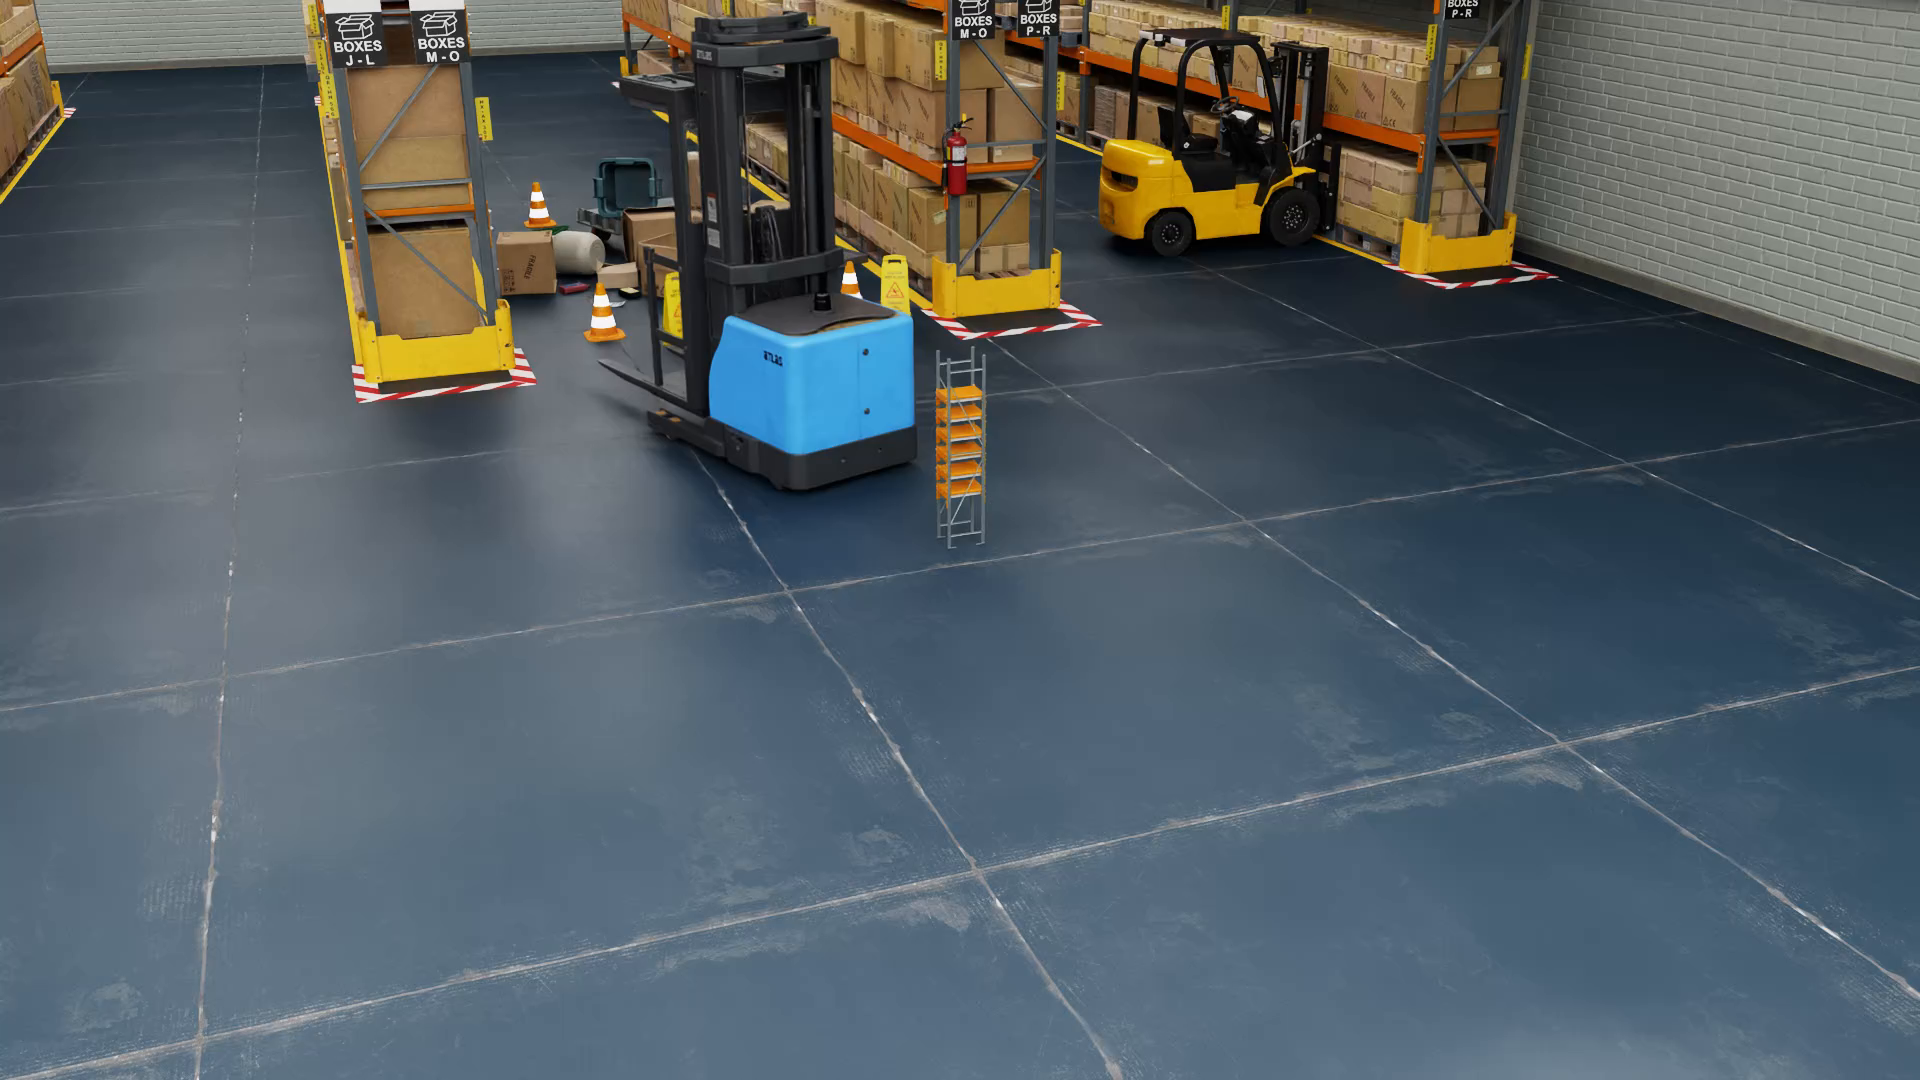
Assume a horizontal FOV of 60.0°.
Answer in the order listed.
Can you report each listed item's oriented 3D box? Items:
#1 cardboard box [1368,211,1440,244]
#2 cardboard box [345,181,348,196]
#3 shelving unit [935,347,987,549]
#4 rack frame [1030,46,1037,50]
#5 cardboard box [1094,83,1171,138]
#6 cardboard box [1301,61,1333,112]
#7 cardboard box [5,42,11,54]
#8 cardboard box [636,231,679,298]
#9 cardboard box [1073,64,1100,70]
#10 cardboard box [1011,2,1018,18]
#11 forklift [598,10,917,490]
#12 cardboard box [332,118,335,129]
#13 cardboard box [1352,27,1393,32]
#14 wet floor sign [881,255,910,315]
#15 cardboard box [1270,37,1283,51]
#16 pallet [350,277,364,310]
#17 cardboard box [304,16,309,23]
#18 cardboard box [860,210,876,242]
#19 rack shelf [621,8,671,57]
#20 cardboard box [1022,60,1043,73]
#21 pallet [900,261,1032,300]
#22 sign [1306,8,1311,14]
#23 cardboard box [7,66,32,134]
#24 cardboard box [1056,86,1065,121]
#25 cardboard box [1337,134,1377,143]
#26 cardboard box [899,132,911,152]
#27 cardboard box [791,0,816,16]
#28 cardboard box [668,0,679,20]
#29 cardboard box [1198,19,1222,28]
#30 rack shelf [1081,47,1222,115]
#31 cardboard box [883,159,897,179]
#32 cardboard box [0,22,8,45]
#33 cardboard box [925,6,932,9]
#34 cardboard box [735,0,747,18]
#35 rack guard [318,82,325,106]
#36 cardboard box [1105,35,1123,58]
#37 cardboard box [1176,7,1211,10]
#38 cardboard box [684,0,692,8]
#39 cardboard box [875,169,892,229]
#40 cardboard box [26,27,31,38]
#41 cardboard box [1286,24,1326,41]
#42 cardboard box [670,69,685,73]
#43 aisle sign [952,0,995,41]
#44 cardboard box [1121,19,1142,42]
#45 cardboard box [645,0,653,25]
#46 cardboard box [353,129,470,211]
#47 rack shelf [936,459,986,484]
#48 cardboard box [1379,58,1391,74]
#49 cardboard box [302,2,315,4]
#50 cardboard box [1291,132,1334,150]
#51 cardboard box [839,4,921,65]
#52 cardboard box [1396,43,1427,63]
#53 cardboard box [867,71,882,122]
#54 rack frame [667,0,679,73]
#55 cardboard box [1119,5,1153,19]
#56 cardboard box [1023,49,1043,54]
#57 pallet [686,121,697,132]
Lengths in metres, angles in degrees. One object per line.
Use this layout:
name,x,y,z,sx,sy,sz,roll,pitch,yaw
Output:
cardboard box,4.544,-3.223,17.034,0.500,0.250,0.500,-8,24,-19
cardboard box,-5.166,-2.873,15.400,0.875,0.875,0.875,-8,24,-19
shelving unit,0.005,-0.548,10.004,0.258,1.200,0.189,-8,24,-19
rack frame,0.767,-8.529,26.624,1.000,3.000,0.127,-8,24,-19
cardboard box,2.387,-5.947,23.013,0.875,0.625,0.625,-8,24,-17
cardboard box,4.043,-4.915,17.920,0.500,0.500,0.500,-8,24,-19
cardboard box,-13.033,-6.620,22.418,0.380,0.149,0.250,-9,25,-21
cardboard box,-2.625,-2.627,15.835,0.637,0.503,0.797,12,26,27
cardboard box,1.909,-7.028,24.905,0.380,0.149,0.250,-9,24,-20
cardboard box,1.189,-8.089,24.910,0.700,0.500,0.500,-8,24,-19
forklift,-1.616,-2.177,11.642,1.130,2.935,3.031,-18,29,-36
cardboard box,-6.079,-4.423,16.753,0.500,0.500,0.500,-8,24,-19
cardboard box,4.471,-5.464,18.005,0.380,0.149,0.250,-8,24,-17
wet floor sign,-0.570,-2.186,14.605,0.267,0.644,0.232,0,23,-1
cardboard box,3.688,-5.531,18.547,0.380,0.149,0.250,-8,24,-18
pallet,-5.014,-2.208,15.217,1.003,0.211,1.213,-8,24,-19
cardboard box,-7.937,-6.428,20.655,0.380,0.149,0.250,-8,24,-17
cardboard box,-0.705,-3.230,17.051,0.500,0.250,0.500,-9,24,-20
rack shelf,-4.582,-8.242,26.869,1.077,0.370,4.000,-8,24,-19
cardboard box,1.164,-7.237,25.401,0.380,0.149,0.250,-7,24,-17
pallet,0.083,-2.529,15.979,1.003,0.211,1.213,-8,24,-19
sign,4.112,-6.135,19.726,0.100,0.325,0.005,-8,24,-19
cardboard box,-13.305,-5.952,22.705,0.875,0.875,0.875,-8,24,-19
cardboard box,1.662,-6.425,24.309,0.500,0.500,0.500,-9,24,-20
cardboard box,4.492,-4.308,18.322,0.500,0.250,0.500,-9,24,-20
cardboard box,-0.352,-3.740,15.584,0.380,0.149,0.250,-8,24,-18
cardboard box,-1.679,-6.001,18.738,0.380,0.149,0.250,-9,25,-21
cardboard box,-3.984,-7.809,24.466,0.500,0.250,0.500,-9,24,-21
cardboard box,3.119,-6.248,20.249,0.380,0.149,0.250,-8,24,-19
rack shelf,2.886,-6.018,21.591,1.077,0.370,4.000,-8,24,-19
cardboard box,-0.533,-3.625,16.187,0.380,0.149,0.250,-7,24,-17
cardboard box,-13.068,-6.762,22.241,0.500,0.250,0.500,-9,24,-20
cardboard box,-0.378,-9.235,28.622,0.380,0.149,0.250,-9,24,-20
cardboard box,-2.520,-6.575,20.935,0.500,0.500,0.500,-9,24,-20
rack guard,-9.857,-7.405,27.175,1.175,0.500,0.348,-8,24,-19
cardboard box,2.281,-6.629,22.308,0.500,0.250,0.500,-9,24,-20
cardboard box,3.053,-6.884,21.756,0.380,0.149,0.250,-9,24,-20
cardboard box,-3.609,-7.791,23.456,0.500,0.500,0.500,-9,24,-20
cardboard box,-0.523,-3.387,16.459,0.500,0.500,0.500,-9,24,-20
cardboard box,-13.764,-7.370,24.196,0.380,0.149,0.250,-9,24,-20
cardboard box,3.815,-5.576,18.270,0.380,0.149,0.250,-9,24,-20
cardboard box,-3.997,-7.103,25.997,0.875,0.438,0.875,-9,24,-20
aisle sign,0.114,-4.622,14.007,0.394,0.787,0.004,-8,24,-19
cardboard box,2.452,-6.668,21.757,0.500,0.250,0.500,-9,24,-20
cardboard box,-4.657,-8.393,26.173,0.500,0.500,0.500,-9,24,-20
cardboard box,-4.405,-2.968,13.238,0.875,0.550,0.550,-8,24,-19
rack shelf,0.005,-0.396,10.068,0.258,0.103,0.180,-8,24,-19
cardboard box,4.469,-4.793,16.796,0.380,0.149,0.250,-8,24,-18
cardboard box,-8.658,-7.176,22.431,0.380,0.149,0.250,-8,24,-18
cardboard box,3.828,-4.424,18.597,0.500,0.250,0.500,-7,24,-17
cardboard box,-0.785,-5.020,16.498,0.700,0.500,0.500,-9,24,-20
cardboard box,4.566,-4.838,16.519,0.380,0.149,0.250,-8,24,-19
cardboard box,-0.593,-4.381,16.270,0.500,0.500,0.500,-8,24,-18
rack frame,-3.876,-7.847,25.005,1.000,3.000,0.127,-8,24,-19
cardboard box,2.331,-6.985,21.996,0.380,0.149,0.250,-8,24,-18
cardboard box,1.167,-7.776,26.679,0.380,0.149,0.250,-9,25,-21
pallet,-3.532,-6.292,24.906,1.003,0.211,1.213,-8,24,-19
